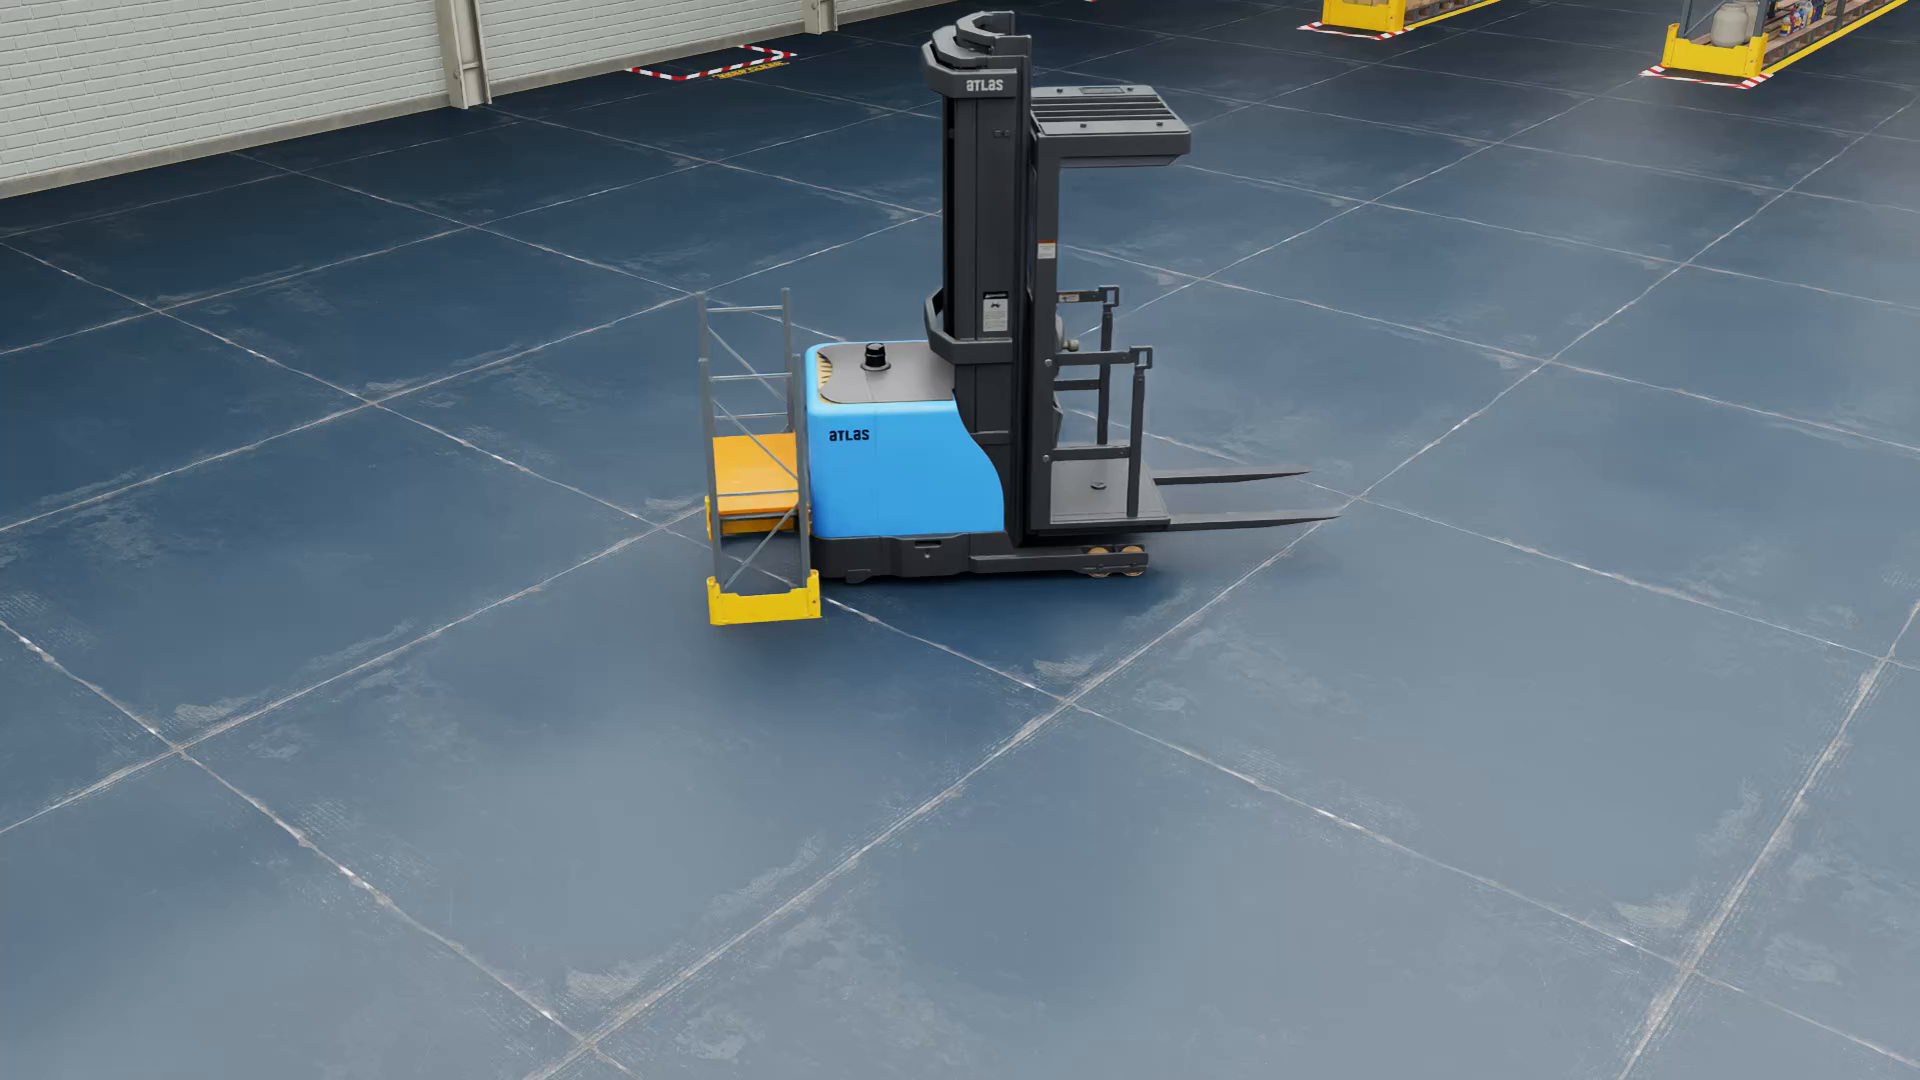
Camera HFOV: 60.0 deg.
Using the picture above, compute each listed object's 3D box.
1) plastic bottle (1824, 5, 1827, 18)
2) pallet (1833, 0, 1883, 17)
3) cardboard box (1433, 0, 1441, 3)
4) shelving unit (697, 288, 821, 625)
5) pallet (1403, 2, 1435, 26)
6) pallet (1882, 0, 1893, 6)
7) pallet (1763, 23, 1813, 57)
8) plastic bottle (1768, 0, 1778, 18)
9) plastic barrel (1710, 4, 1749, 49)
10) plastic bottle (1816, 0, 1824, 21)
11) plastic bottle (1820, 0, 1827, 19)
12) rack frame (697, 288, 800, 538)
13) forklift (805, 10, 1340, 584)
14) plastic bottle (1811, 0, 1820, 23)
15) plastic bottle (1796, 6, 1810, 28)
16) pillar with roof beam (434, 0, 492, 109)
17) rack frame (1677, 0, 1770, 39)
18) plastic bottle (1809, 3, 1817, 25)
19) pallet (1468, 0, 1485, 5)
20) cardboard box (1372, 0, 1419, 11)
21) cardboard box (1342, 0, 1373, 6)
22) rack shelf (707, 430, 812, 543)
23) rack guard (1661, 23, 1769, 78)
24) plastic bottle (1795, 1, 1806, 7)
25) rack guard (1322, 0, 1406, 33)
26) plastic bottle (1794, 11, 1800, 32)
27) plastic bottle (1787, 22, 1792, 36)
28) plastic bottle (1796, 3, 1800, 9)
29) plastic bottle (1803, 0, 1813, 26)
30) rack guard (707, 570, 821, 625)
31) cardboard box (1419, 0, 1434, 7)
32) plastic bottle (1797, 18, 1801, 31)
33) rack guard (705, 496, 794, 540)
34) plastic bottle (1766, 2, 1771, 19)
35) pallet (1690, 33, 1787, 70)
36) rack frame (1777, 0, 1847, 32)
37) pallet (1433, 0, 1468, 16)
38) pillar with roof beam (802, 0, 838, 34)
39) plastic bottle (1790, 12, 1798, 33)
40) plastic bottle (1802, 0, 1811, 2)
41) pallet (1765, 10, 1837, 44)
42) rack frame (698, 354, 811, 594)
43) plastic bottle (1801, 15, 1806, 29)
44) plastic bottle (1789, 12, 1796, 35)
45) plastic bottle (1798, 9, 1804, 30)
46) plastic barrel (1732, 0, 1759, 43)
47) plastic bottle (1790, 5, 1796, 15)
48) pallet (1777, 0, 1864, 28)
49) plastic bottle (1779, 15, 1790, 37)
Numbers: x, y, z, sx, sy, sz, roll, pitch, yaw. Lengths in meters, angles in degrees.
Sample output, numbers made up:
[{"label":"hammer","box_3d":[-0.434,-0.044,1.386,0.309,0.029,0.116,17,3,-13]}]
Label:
[{"label":"plastic bottle","box_3d":[12.237,-7.519,23.587,0.097,0.201,0.097,0,27,0]},{"label":"pallet","box_3d":[13.473,-8.272,25.510,1.003,0.211,1.213,21,34,34]},{"label":"cardboard box","box_3d":[7.010,-8.263,24.994,0.500,0.250,0.500,21,34,34]},{"label":"shelving unit","box_3d":[-1.117,-0.474,9.034,0.587,1.500,1.083,-4,28,-7]},{"label":"pallet","box_3d":[6.318,-7.862,24.718,1.003,0.211,1.213,21,34,34]},{"label":"pallet","box_3d":[14.249,-8.703,26.343,1.003,0.211,1.213,21,34,34]},{"label":"pallet","box_3d":[10.993,-6.887,22.834,1.003,0.211,1.213,21,34,34]},{"label":"plastic bottle","box_3d":[11.505,-7.598,23.577,0.144,0.351,0.185,21,34,34]},{"label":"plastic barrel","box_3d":[10.043,-6.705,21.698,0.421,0.512,0.421,0,27,0]},{"label":"plastic bottle","box_3d":[12.040,-7.493,23.373,0.144,0.351,0.185,20,33,33]},{"label":"plastic bottle","box_3d":[12.176,-7.508,23.477,0.061,0.283,0.133,23,35,37]},{"label":"rack frame","box_3d":[-1.189,-0.701,9.473,0.500,1.500,0.032,-4,28,-7]},{"label":"forklift","box_3d":[0.644,-1.330,9.130,3.031,2.935,1.130,-2,27,-5]},{"label":"plastic bottle","box_3d":[11.918,-7.425,23.242,0.144,0.351,0.185,19,33,32]},{"label":"plastic bottle","box_3d":[11.607,-7.220,22.928,0.152,0.276,0.135,21,34,35]},{"label":"pillar with roof beam","box_3d":[-2.494,-7.916,15.259,9.100,9.000,0.400,21,34,34]},{"label":"rack frame","box_3d":[9.683,-7.368,20.728,1.000,3.000,0.127,21,34,34]},{"label":"plastic bottle","box_3d":[11.847,-7.325,23.122,0.061,0.283,0.133,23,35,38]},{"label":"pallet","box_3d":[7.870,-8.727,26.390,1.003,0.211,1.213,21,34,34]},{"label":"cardboard box","box_3d":[6.376,-7.908,24.306,0.500,0.250,0.500,21,34,34]},{"label":"cardboard box","box_3d":[5.977,-8.059,24.599,0.500,0.250,0.500,21,34,34]},{"label":"rack shelf","box_3d":[-1.116,-0.310,9.109,0.538,0.185,1.000,-4,28,-7]},{"label":"rack guard","box_3d":[9.695,-6.299,21.381,1.175,0.500,0.348,21,34,34]},{"label":"plastic bottle","box_3d":[11.788,-7.426,23.325,0.152,0.276,0.135,21,34,34]},{"label":"rack guard","box_3d":[5.848,-7.698,24.087,1.175,0.500,0.348,21,34,34]},{"label":"plastic bottle","box_3d":[11.359,-7.060,22.624,0.097,0.271,0.097,0,27,0]},{"label":"plastic bottle","box_3d":[11.143,-6.909,22.408,0.097,0.201,0.097,0,27,0]},{"label":"plastic bottle","box_3d":[11.617,-7.301,23.076,0.061,0.283,0.133,21,34,34]},{"label":"plastic bottle","box_3d":[11.713,-7.310,23.020,0.144,0.351,0.185,21,34,34]},{"label":"rack guard","box_3d":[-1.045,0.307,8.884,0.587,0.250,0.087,-4,28,-7]},{"label":"cardboard box","box_3d":[6.692,-8.086,24.651,0.500,0.250,0.500,21,34,34]},{"label":"plastic bottle","box_3d":[11.422,-7.065,22.708,0.097,0.201,0.097,0,27,0]},{"label":"rack guard","box_3d":[-1.189,-0.146,9.759,0.587,0.250,0.087,-4,28,-7]},{"label":"plastic bottle","box_3d":[11.395,-7.518,23.509,0.097,0.271,0.097,0,27,0]},{"label":"pallet","box_3d":[10.216,-6.457,22.001,1.003,0.211,1.213,21,34,34]},{"label":"rack frame","box_3d":[12.228,-8.786,23.470,1.000,3.000,0.127,21,34,34]},{"label":"pallet","box_3d":[7.094,-8.293,25.550,1.003,0.211,1.213,21,34,34]},{"label":"pillar with roof beam","box_3d":[1.322,-10.044,19.371,9.100,9.000,0.400,21,34,34]},{"label":"plastic bottle","box_3d":[11.295,-7.025,22.556,0.097,0.271,0.097,0,27,0]},{"label":"plastic bottle","box_3d":[11.929,-7.535,23.455,0.144,0.351,0.185,21,34,34]},{"label":"pallet","box_3d":[11.768,-7.322,23.674,1.003,0.211,1.213,21,34,34]},{"label":"rack frame","box_3d":[-1.043,-0.239,8.579,0.500,1.500,0.032,-4,28,-7]},{"label":"plastic bottle","box_3d":[11.553,-7.137,22.849,0.097,0.201,0.097,0,27,0]},{"label":"plastic bottle","box_3d":[11.235,-6.984,22.463,0.061,0.283,0.133,21,34,35]},{"label":"plastic bottle","box_3d":[11.488,-7.132,22.763,0.097,0.271,0.097,0,27,0]},{"label":"plastic barrel","box_3d":[10.362,-6.883,22.041,0.421,0.512,0.421,0,27,0]},{"label":"plastic bottle","box_3d":[11.524,-7.255,22.986,0.061,0.283,0.133,21,34,34]},{"label":"pallet","box_3d":[12.697,-7.838,24.671,1.003,0.211,1.213,21,34,34]},{"label":"plastic bottle","box_3d":[11.077,-6.904,22.321,0.097,0.271,0.097,0,27,0]}]
